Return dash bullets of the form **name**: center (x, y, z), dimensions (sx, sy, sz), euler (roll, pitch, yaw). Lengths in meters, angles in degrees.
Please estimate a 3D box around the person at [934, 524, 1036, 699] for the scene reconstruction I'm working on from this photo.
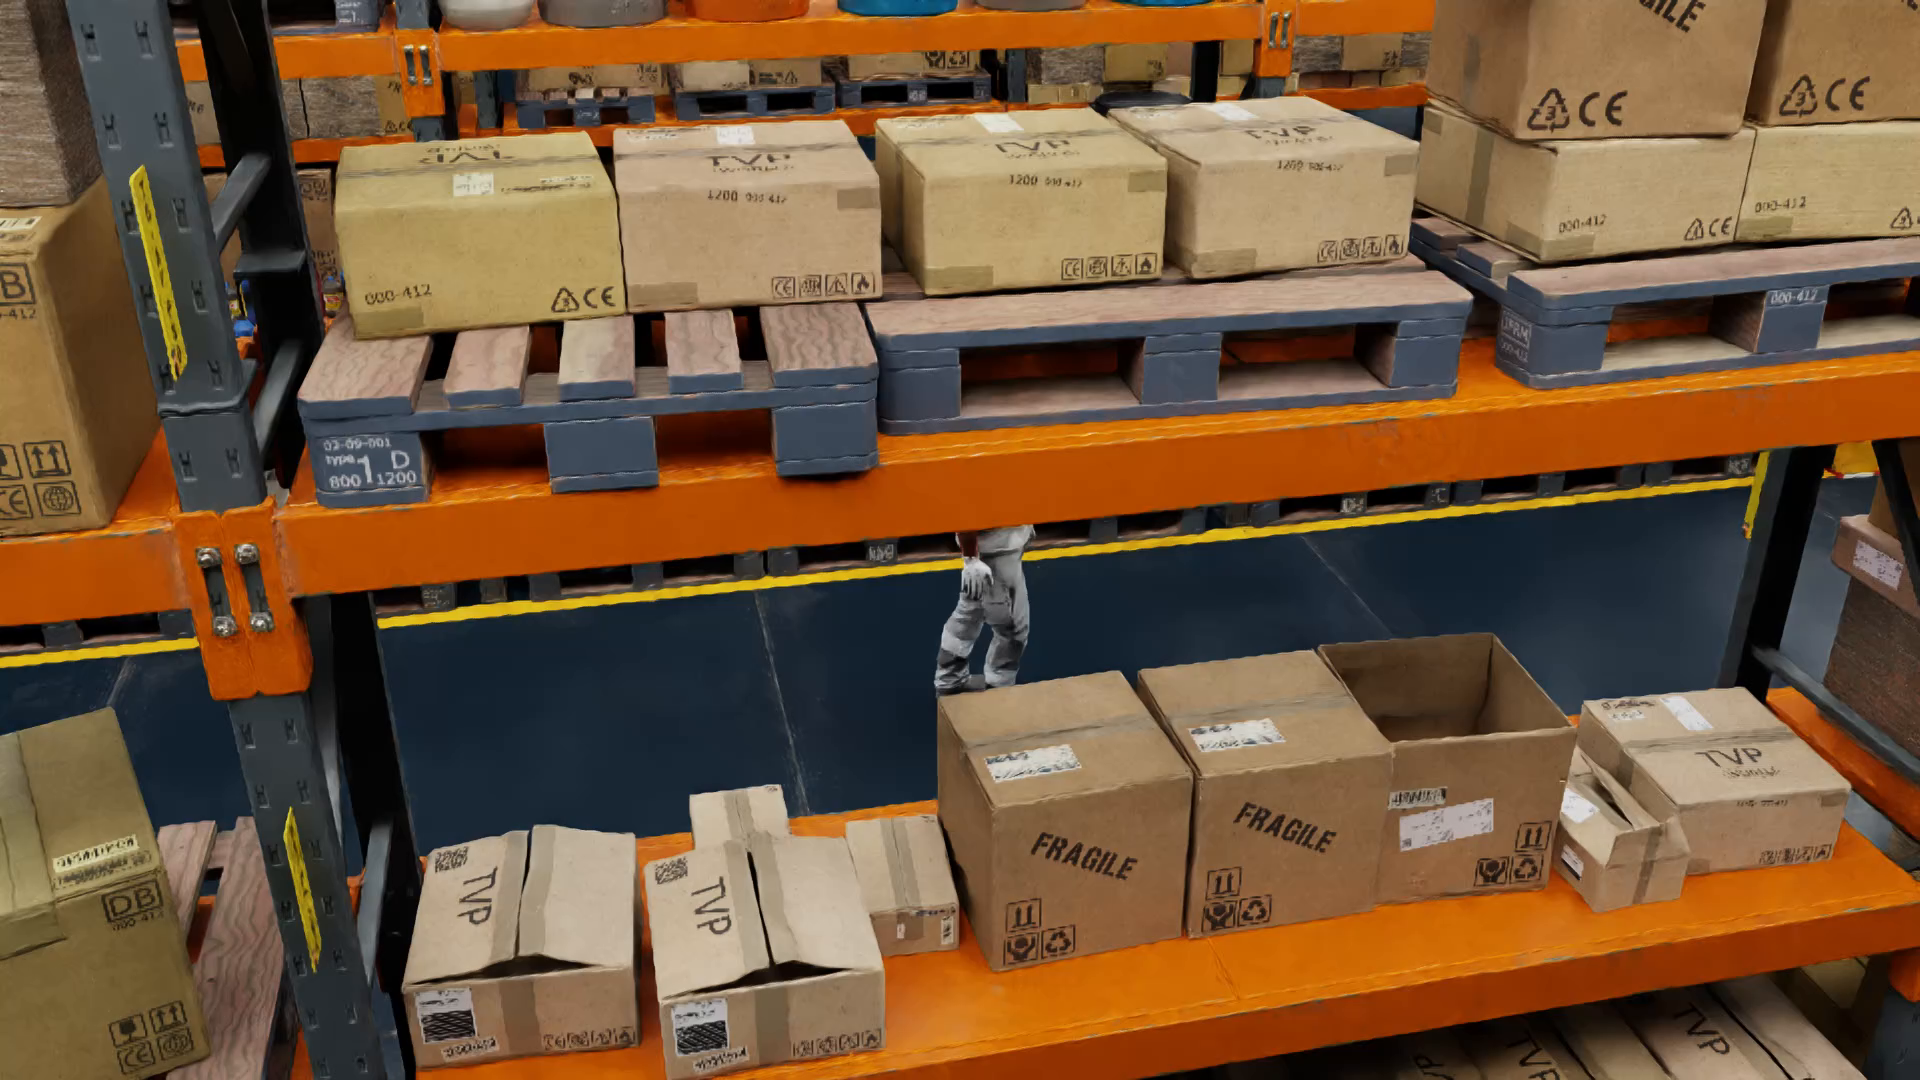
- **person**: center (0.144, -0.002, 7.097), dimensions (0.585, 1.781, 0.566), euler (8, 28, 15)
